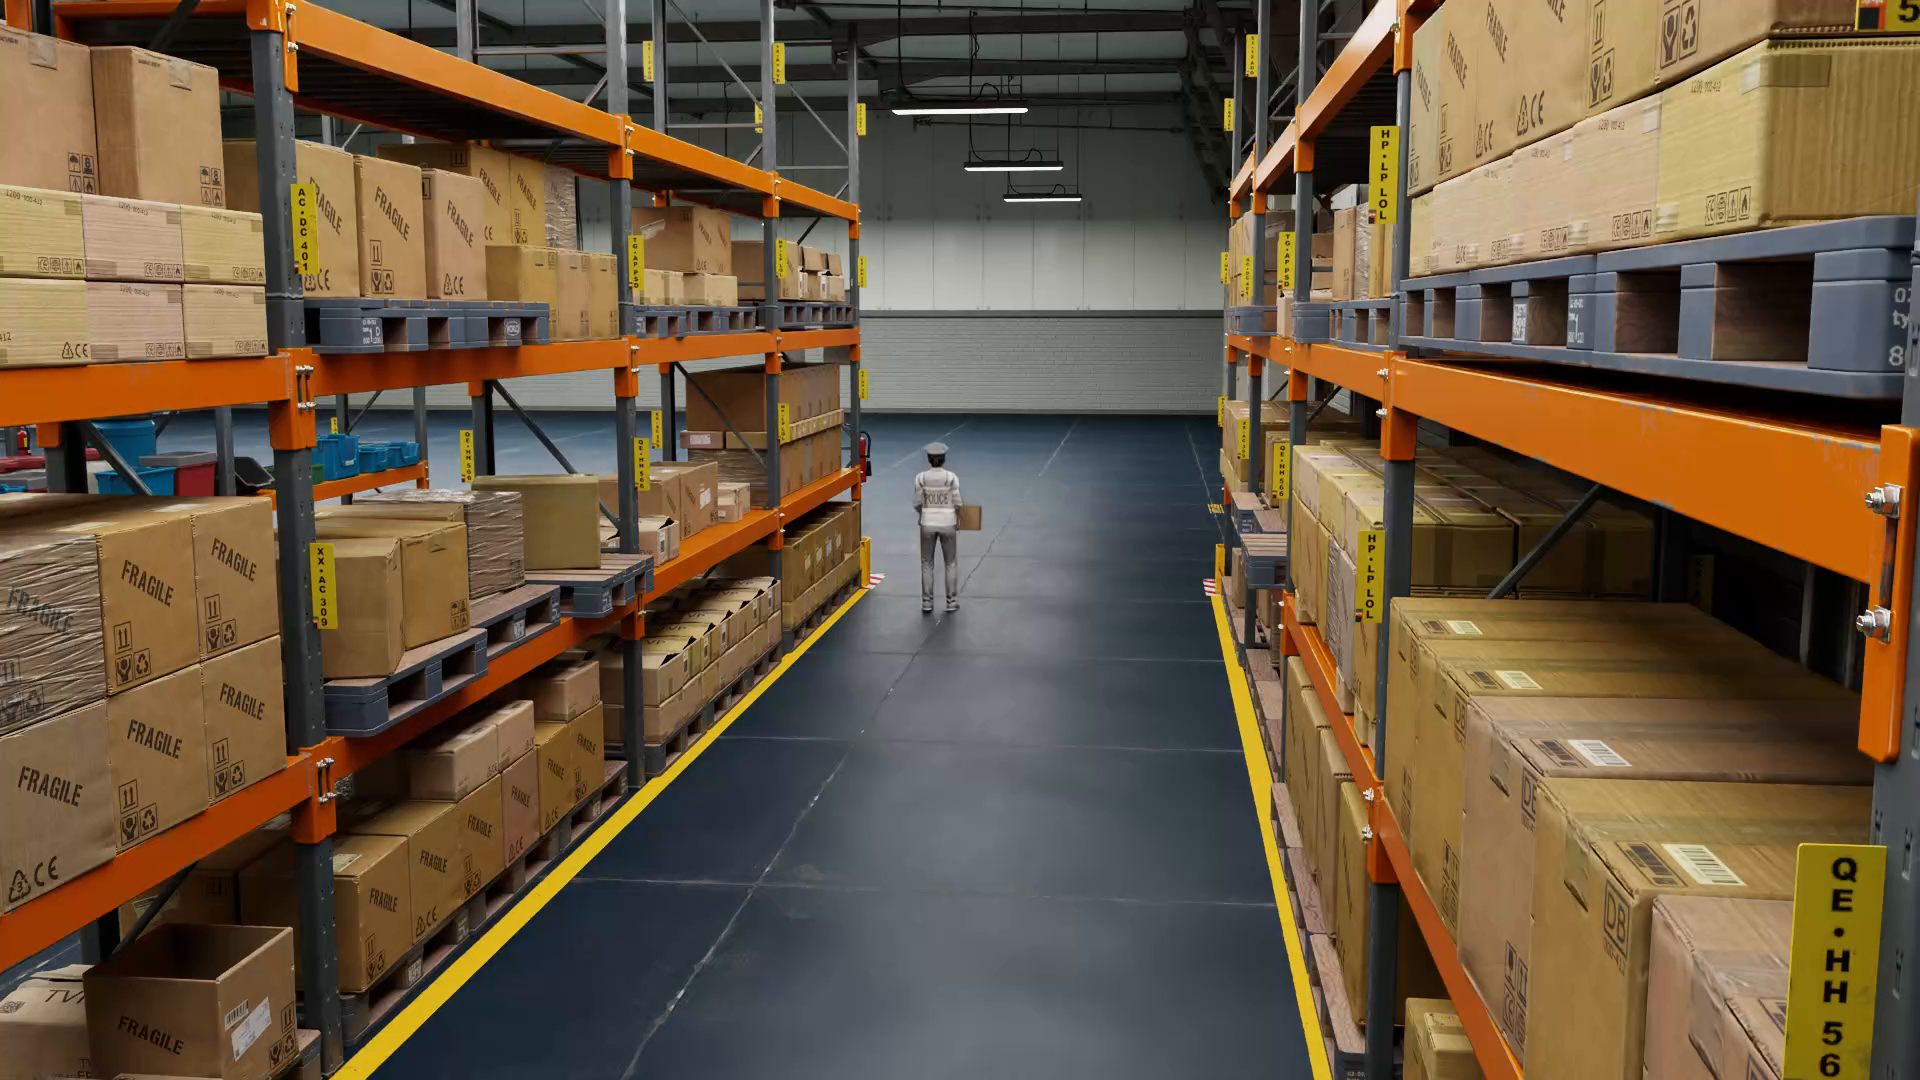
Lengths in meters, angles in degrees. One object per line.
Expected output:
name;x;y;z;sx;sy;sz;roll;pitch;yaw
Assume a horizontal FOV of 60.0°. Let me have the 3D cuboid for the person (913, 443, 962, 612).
person;-0.216;-0.134;16.677;0.492;1.691;0.476;1;8;5
